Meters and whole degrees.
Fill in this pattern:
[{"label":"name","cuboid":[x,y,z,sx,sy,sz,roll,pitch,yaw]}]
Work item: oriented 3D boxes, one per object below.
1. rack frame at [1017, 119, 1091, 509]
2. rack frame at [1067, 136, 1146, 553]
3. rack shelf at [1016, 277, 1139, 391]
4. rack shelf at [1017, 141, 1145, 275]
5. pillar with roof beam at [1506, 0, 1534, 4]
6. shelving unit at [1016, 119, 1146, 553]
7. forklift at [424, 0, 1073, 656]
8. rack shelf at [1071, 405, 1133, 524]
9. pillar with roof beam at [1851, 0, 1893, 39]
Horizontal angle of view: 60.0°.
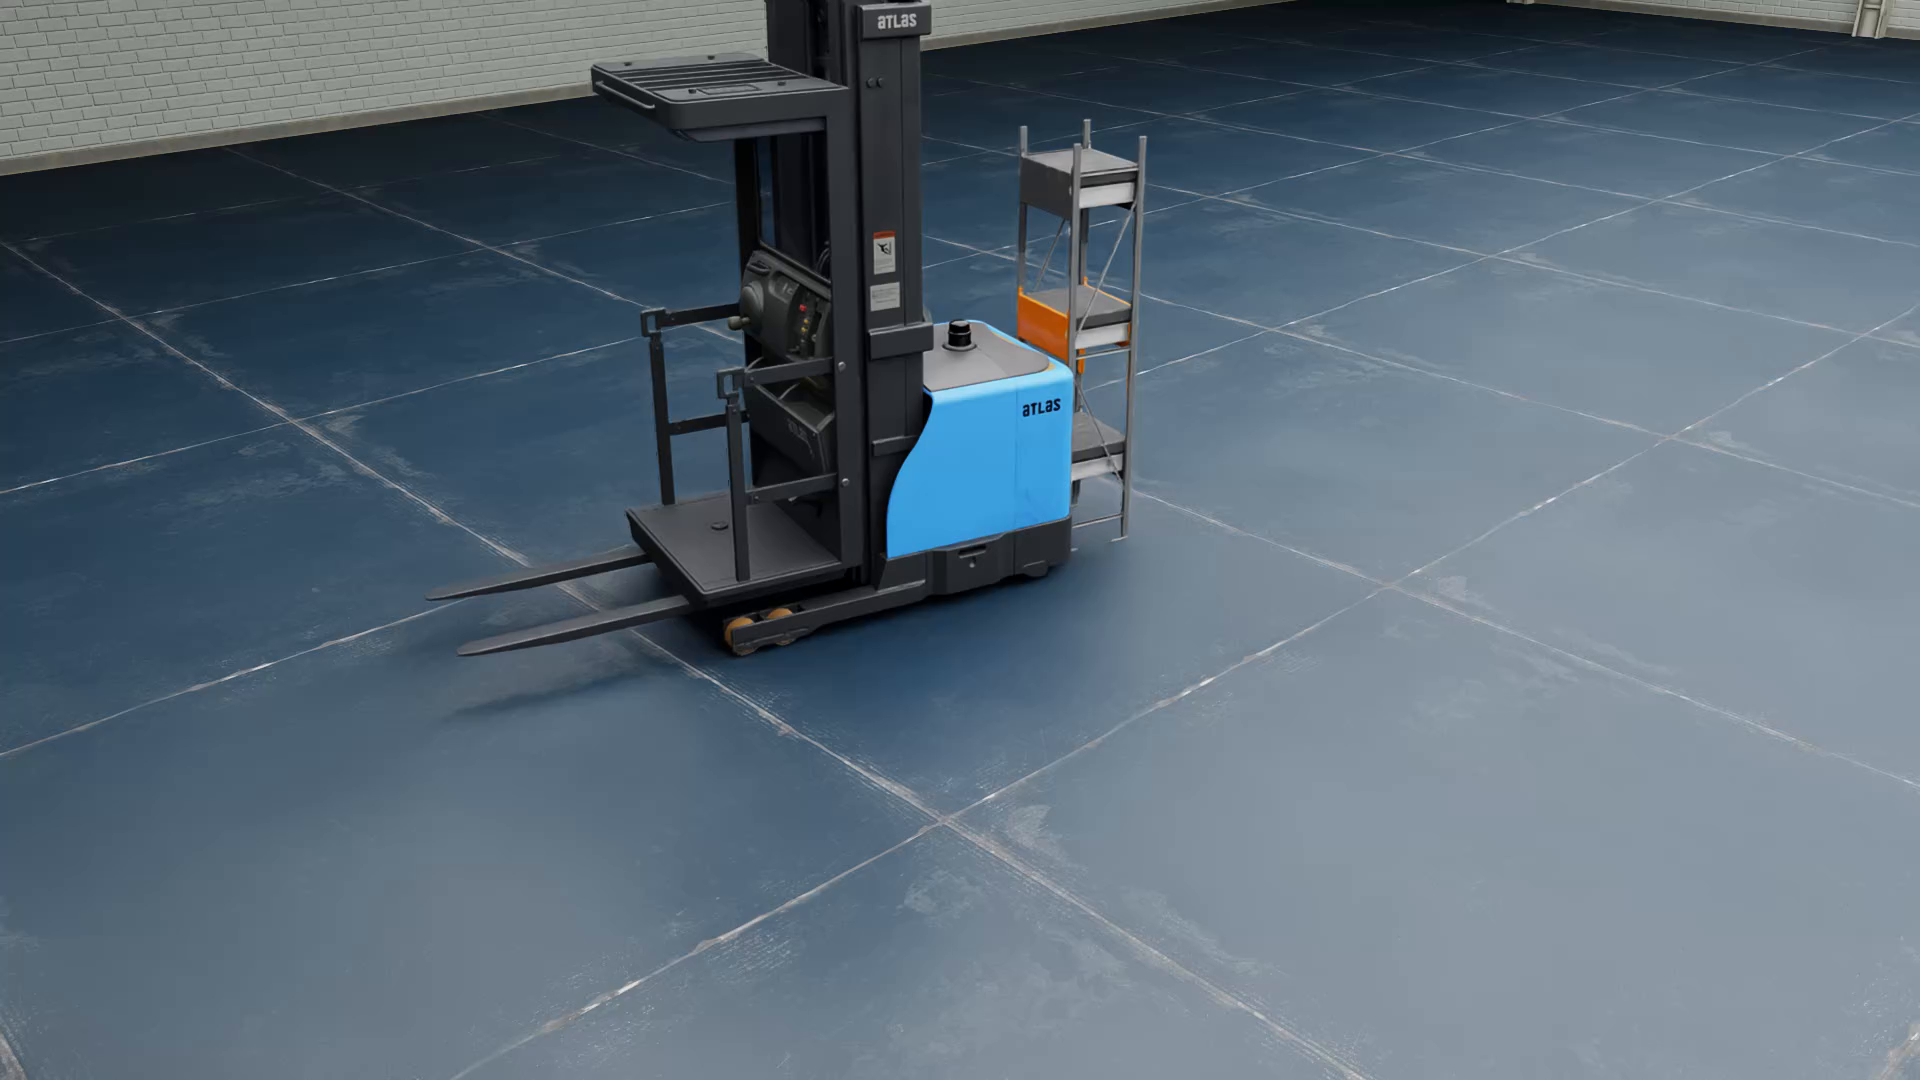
[{"label":"rack frame","cuboid":[0.472,-1.101,8.634,0.400,2.100,0.015,-13,27,-26]},{"label":"rack frame","cuboid":[0.706,-0.923,8.244,0.400,2.100,0.015,-13,27,-26]},{"label":"rack shelf","cuboid":[0.589,-1.000,8.445,0.431,0.518,0.480,-13,27,-26]},{"label":"rack shelf","cuboid":[0.589,-1.637,8.154,0.431,0.518,0.480,-13,27,-26]},{"label":"pillar with roof beam","cuboid":[6.974,-12.572,25.467,9.100,9.000,0.400,-21,32,-38]},{"label":"shelving unit","cuboid":[0.589,-1.012,8.439,0.431,2.100,0.503,-13,27,-26]},{"label":"forklift","cuboid":[-0.982,-1.059,7.541,3.031,2.935,1.130,-13,27,-26]},{"label":"rack shelf","cuboid":[0.589,-0.363,8.735,0.431,0.518,0.480,-13,27,-26]},{"label":"pillar with roof beam","cuboid":[11.075,-10.755,21.482,9.100,9.000,0.400,-21,32,-38]}]
